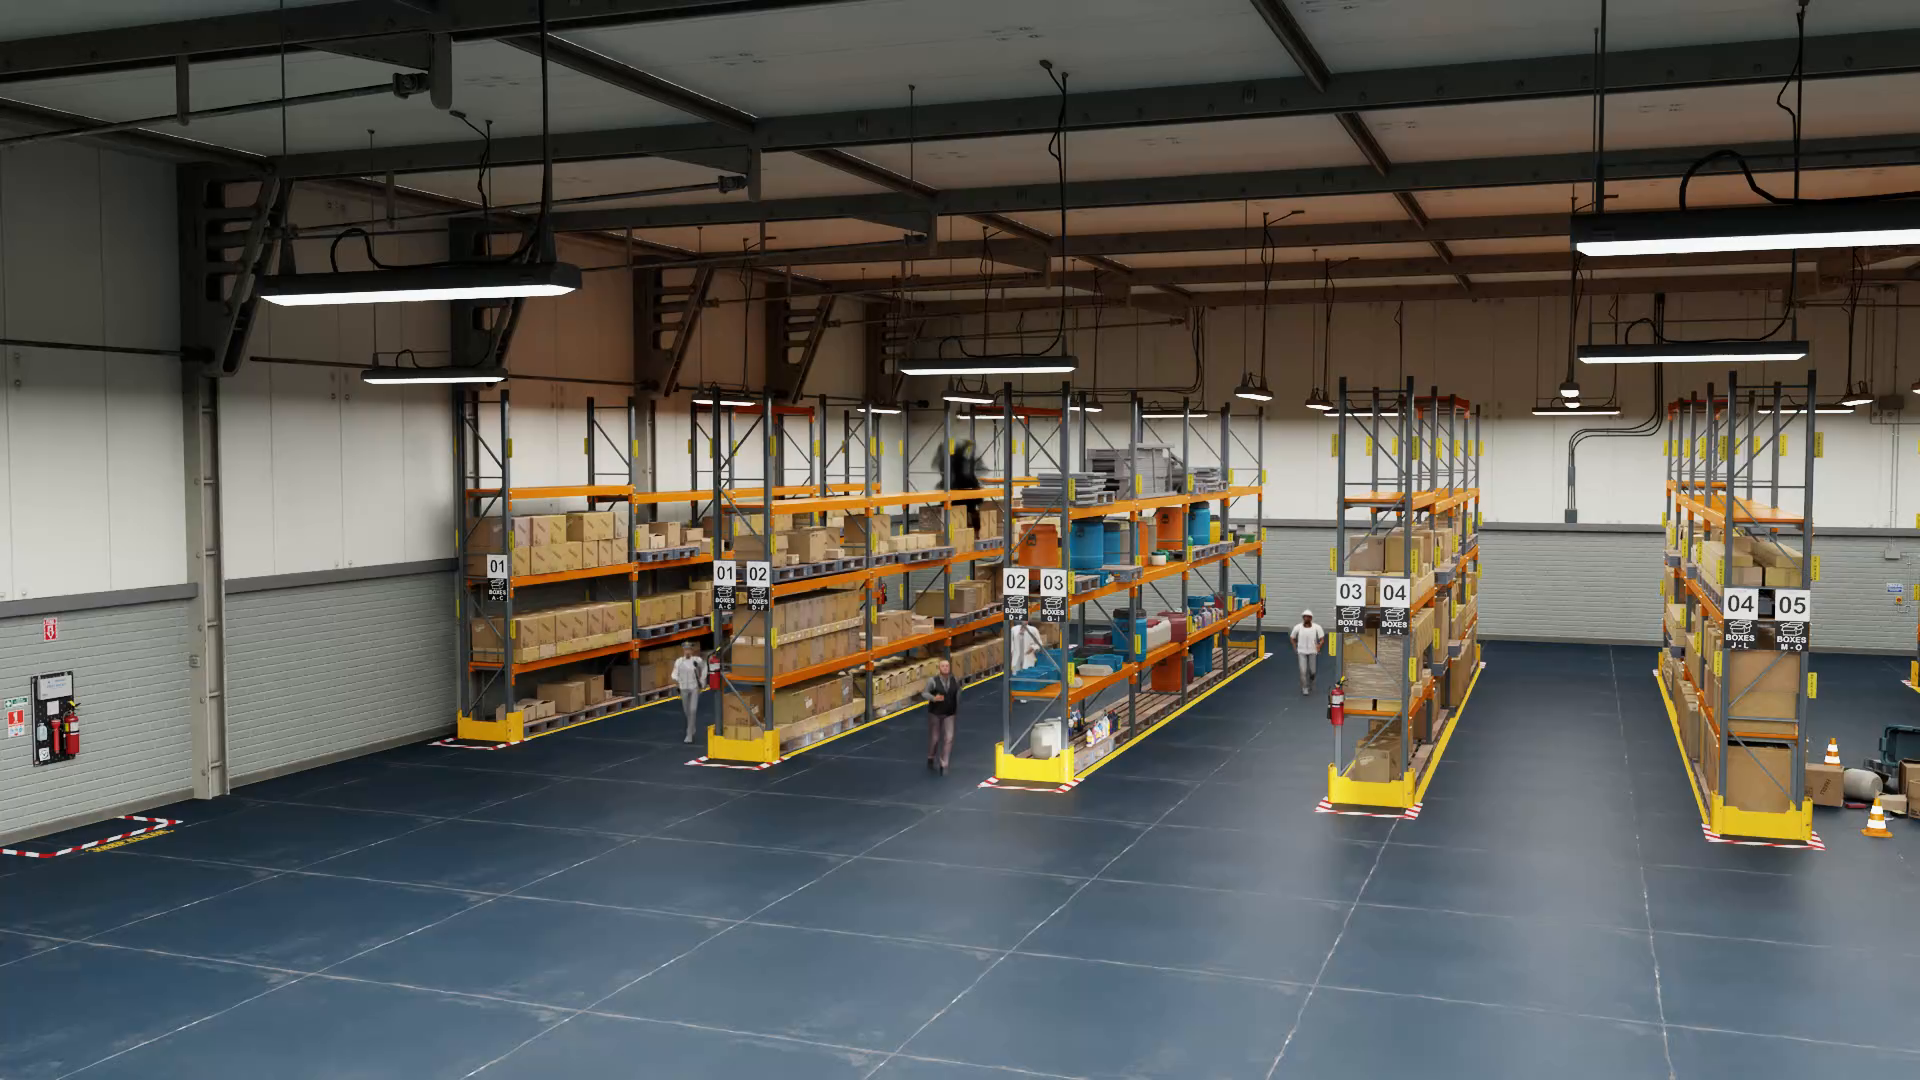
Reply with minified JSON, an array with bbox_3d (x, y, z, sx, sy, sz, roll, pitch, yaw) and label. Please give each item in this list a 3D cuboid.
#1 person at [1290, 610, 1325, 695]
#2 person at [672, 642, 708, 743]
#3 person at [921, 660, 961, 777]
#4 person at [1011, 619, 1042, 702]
[{"bbox_3d":[7.048,2.282,33.771,0.696,1.718,0.605,1,3,12],"label":"person"},{"bbox_3d":[-4.649,2.574,28.603,0.580,1.691,0.938,0,3,3],"label":"person"},{"bbox_3d":[-0.276,2.741,25.659,0.670,1.790,0.745,-1,3,-13],"label":"person"},{"bbox_3d":[1.238,2.324,32.713,0.712,1.747,0.645,1,3,13],"label":"person"}]
